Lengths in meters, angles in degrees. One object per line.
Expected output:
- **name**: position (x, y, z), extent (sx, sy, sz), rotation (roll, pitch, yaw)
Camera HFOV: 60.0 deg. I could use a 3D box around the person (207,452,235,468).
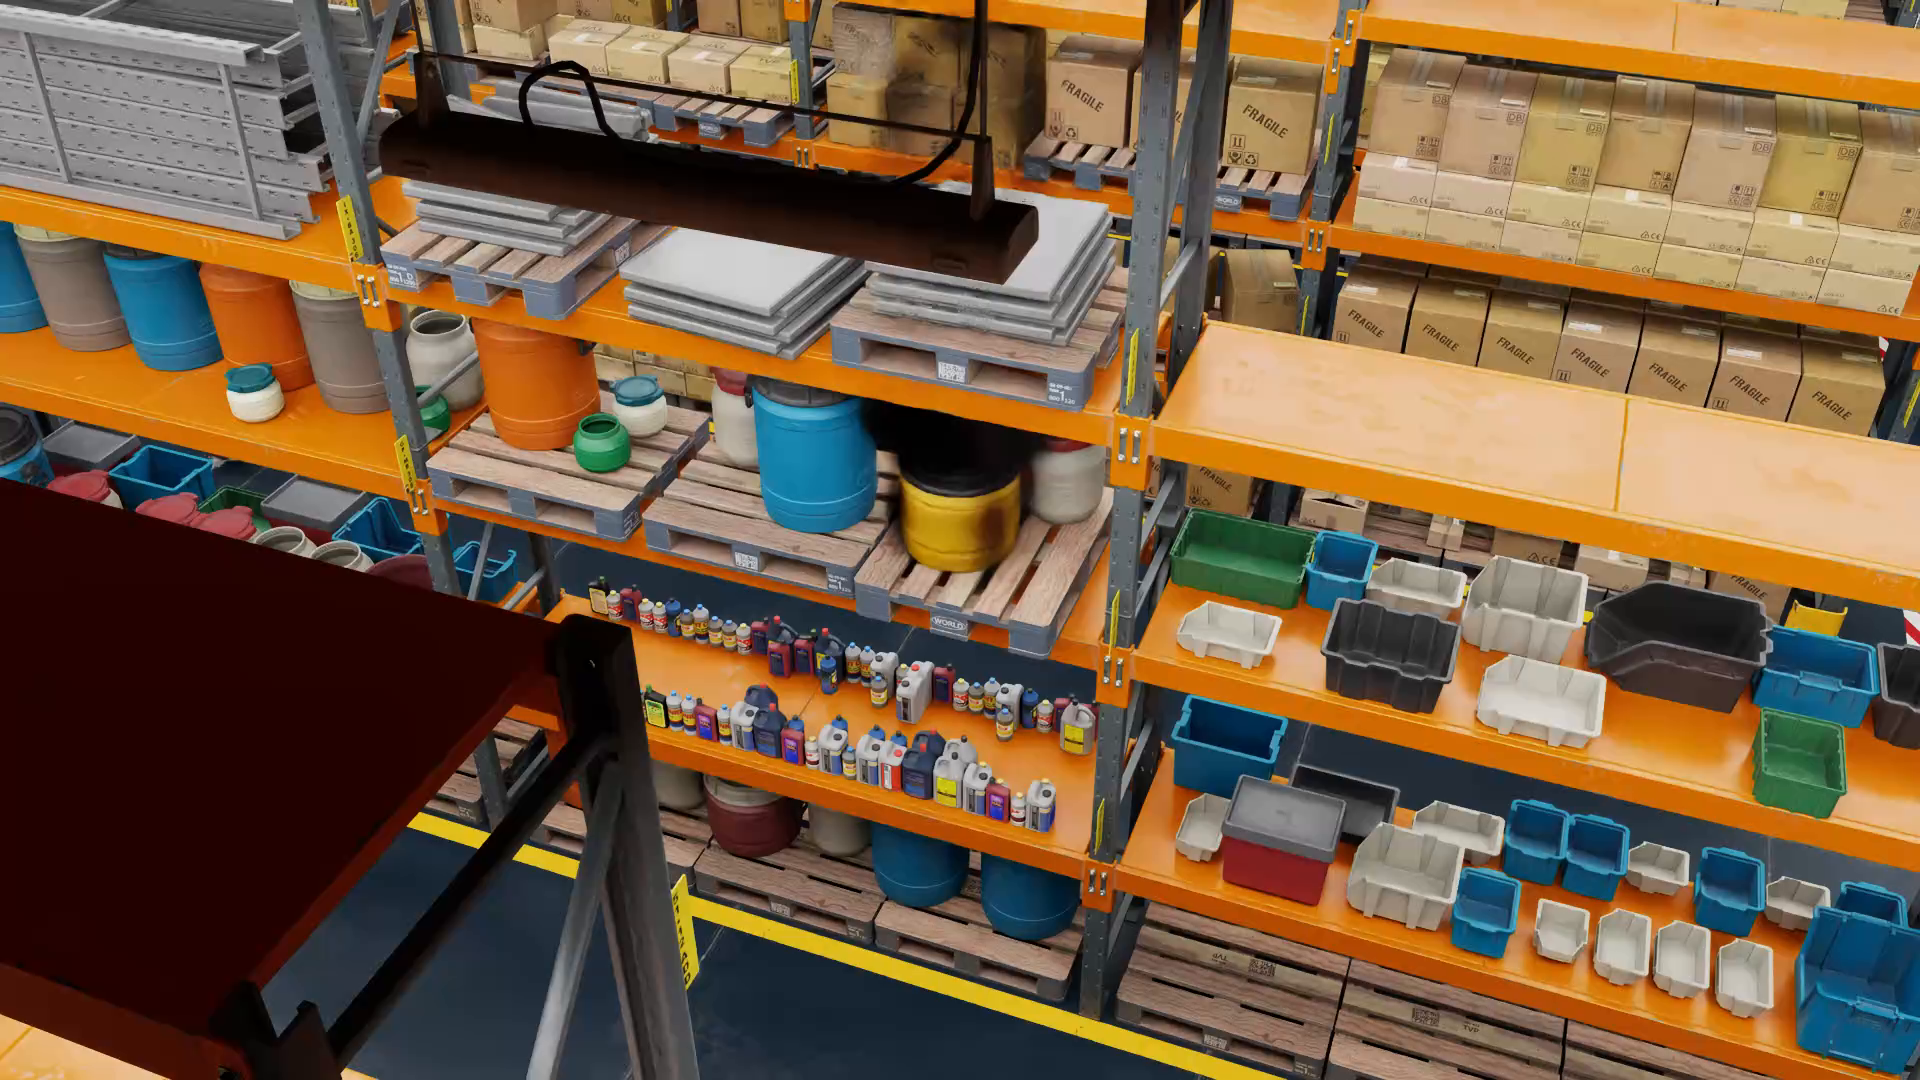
- **person**: position (-6.610, -1.283, 13.889), extent (0.809, 1.480, 0.606), rotation (-3, 37, -5)
